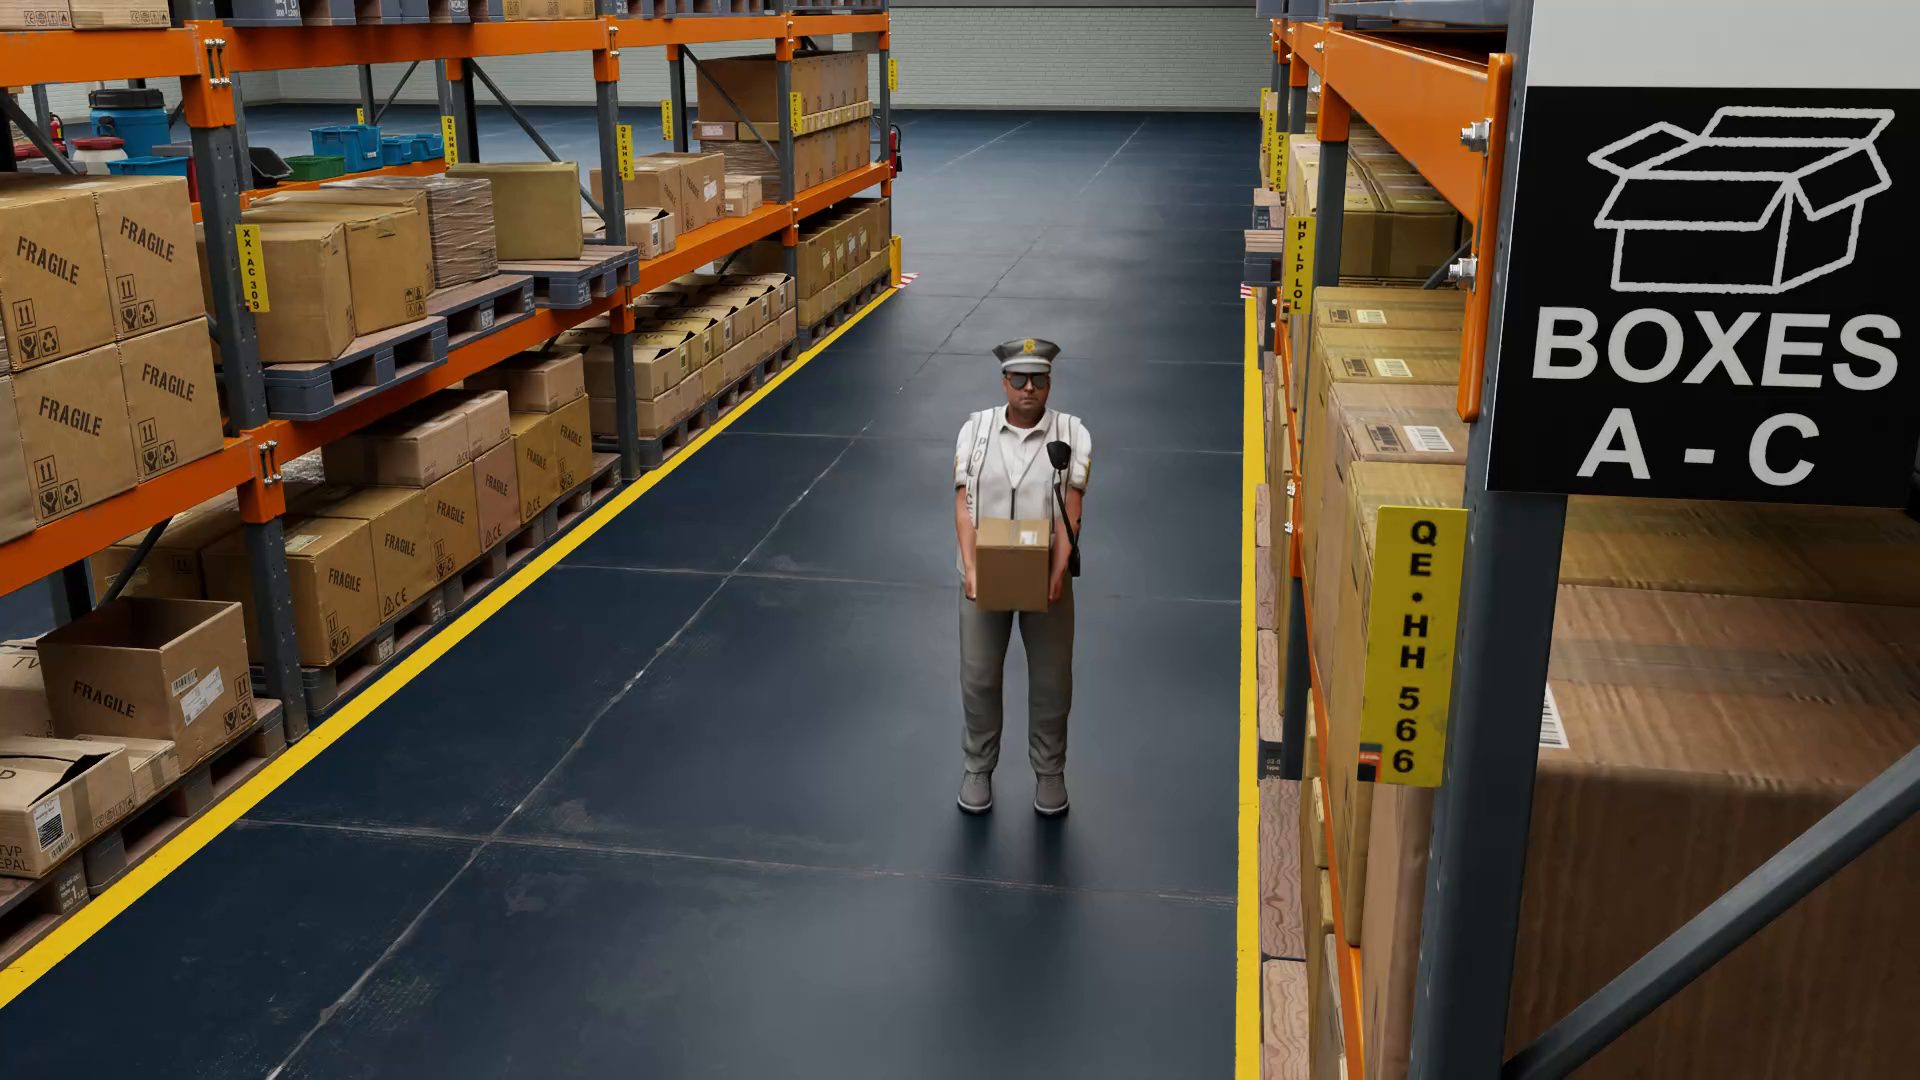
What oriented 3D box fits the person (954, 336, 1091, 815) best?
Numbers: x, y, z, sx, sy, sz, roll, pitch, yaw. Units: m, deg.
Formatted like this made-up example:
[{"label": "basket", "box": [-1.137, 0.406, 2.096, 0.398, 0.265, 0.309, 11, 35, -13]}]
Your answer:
[{"label": "person", "box": [0.219, 0.152, 6.045, 0.493, 1.762, 0.566, 1, 18, 4]}]
